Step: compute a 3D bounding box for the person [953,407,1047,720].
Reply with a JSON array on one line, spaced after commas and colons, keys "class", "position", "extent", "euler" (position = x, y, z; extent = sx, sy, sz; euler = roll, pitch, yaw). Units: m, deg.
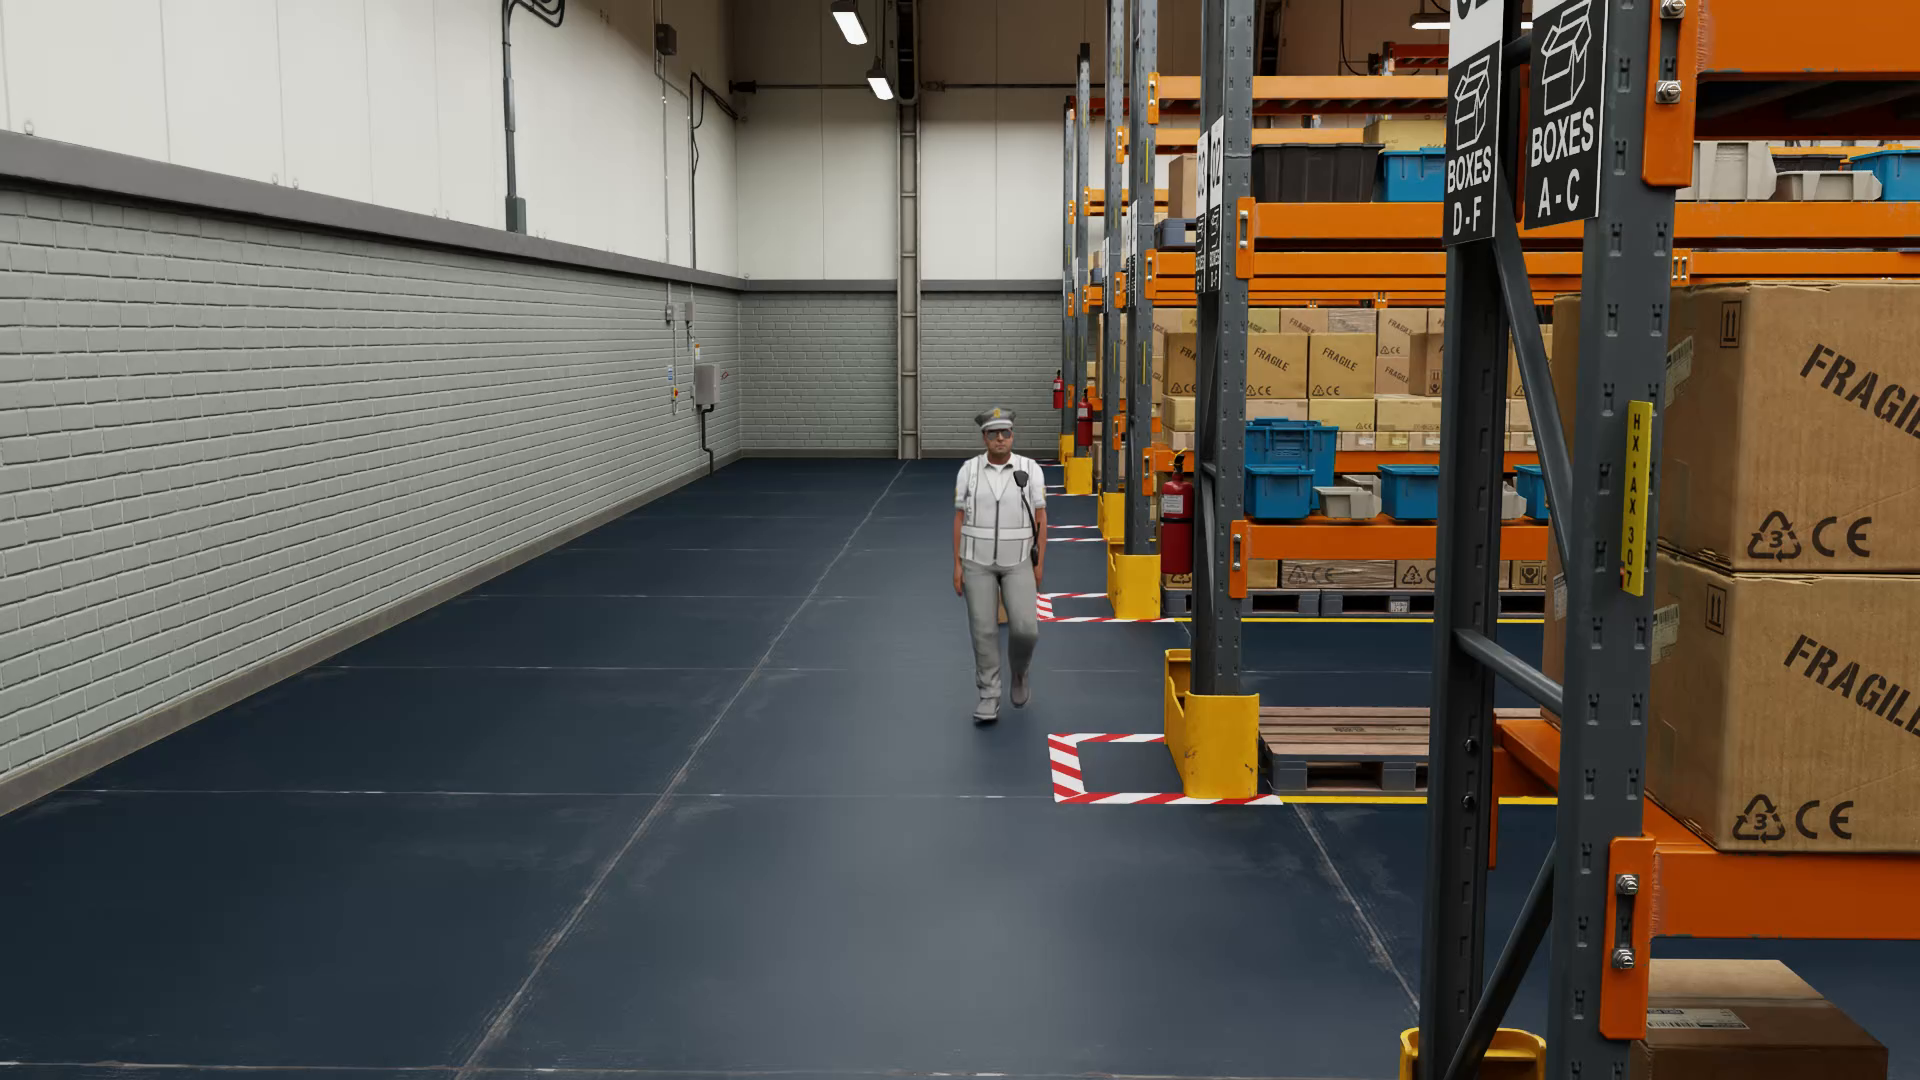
[{"class": "person", "position": [0.226, 0.121, 9.500], "extent": [0.537, 1.761, 0.516], "euler": [1, 7, 5]}]
